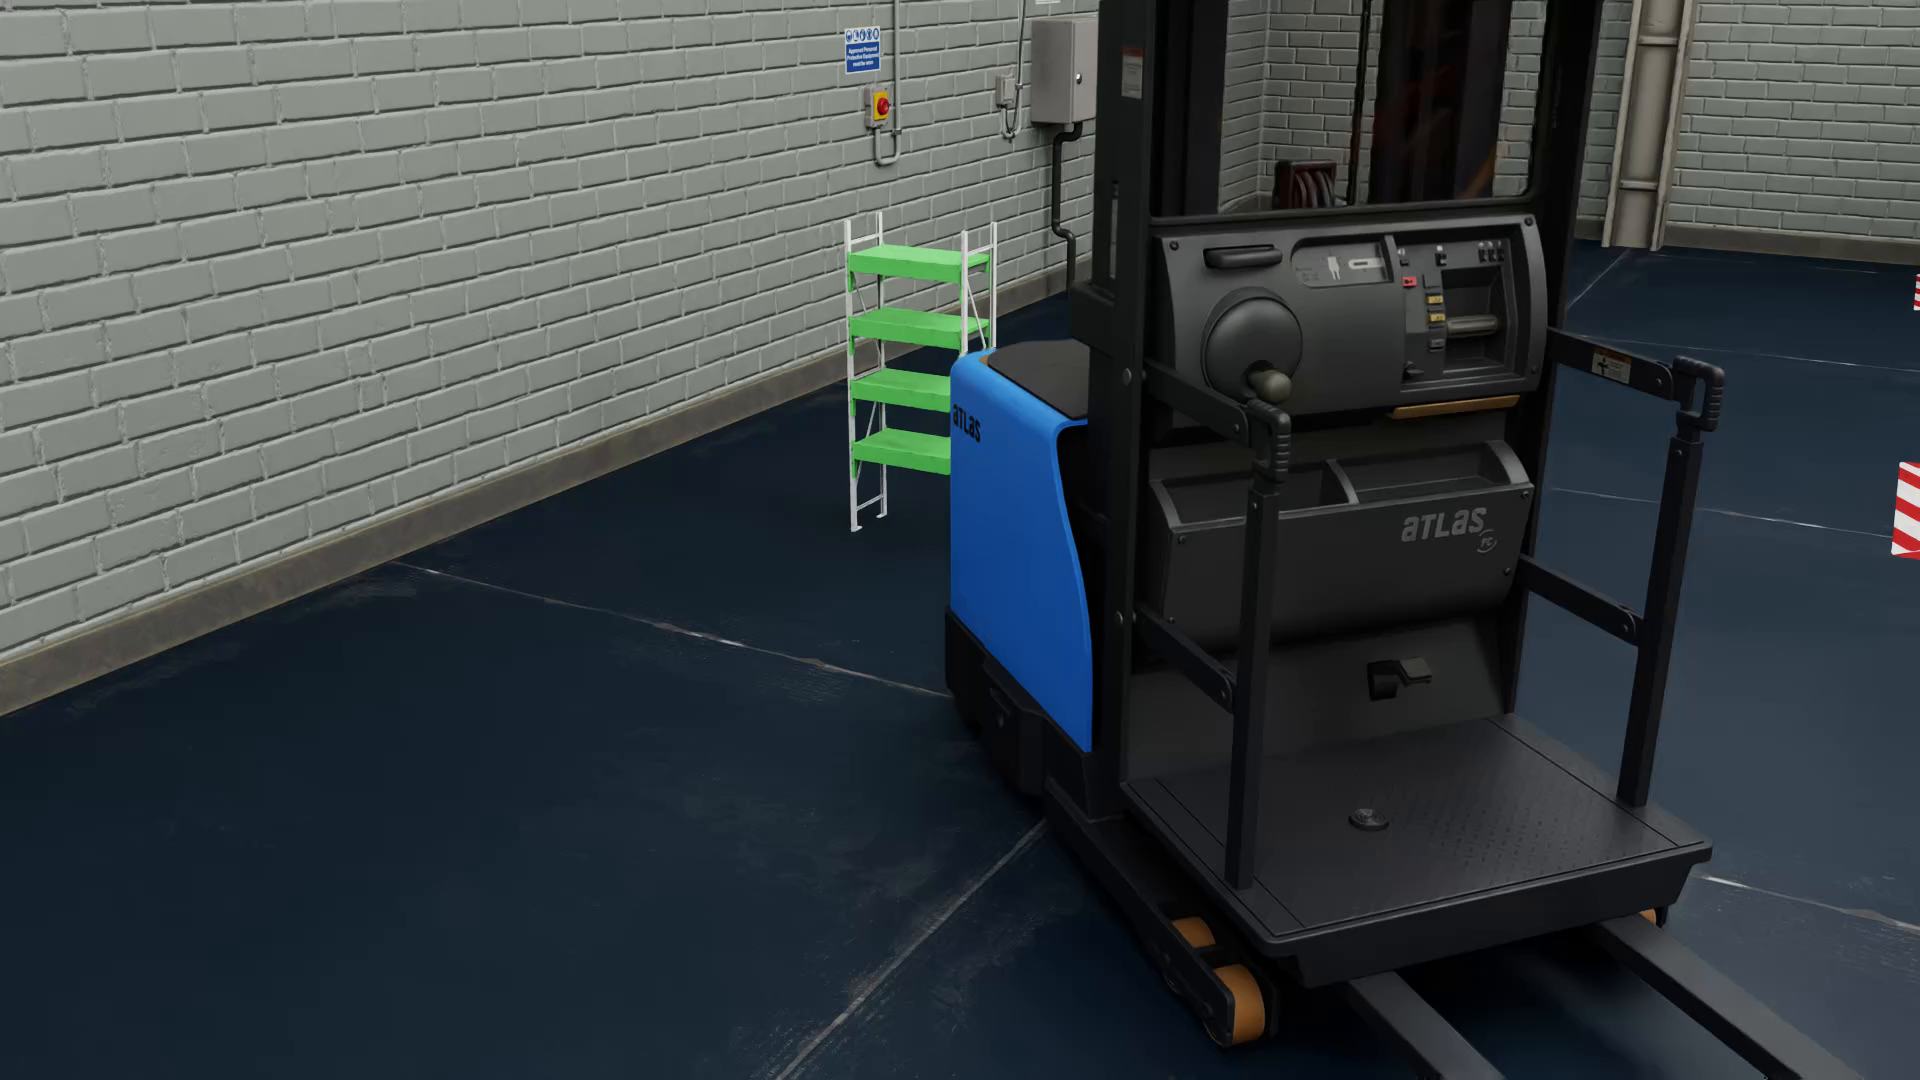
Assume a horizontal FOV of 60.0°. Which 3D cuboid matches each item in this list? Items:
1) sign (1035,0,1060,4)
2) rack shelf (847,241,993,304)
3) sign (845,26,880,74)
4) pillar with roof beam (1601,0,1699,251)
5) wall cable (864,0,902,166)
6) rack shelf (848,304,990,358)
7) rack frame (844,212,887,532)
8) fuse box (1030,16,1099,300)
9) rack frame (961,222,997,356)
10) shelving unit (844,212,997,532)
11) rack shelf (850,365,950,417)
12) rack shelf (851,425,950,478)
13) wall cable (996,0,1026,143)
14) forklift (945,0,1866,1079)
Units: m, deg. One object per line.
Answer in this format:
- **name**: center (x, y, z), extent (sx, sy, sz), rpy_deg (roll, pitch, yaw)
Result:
- **sign**: center (0.532, -3.354, 10.003), extent (0.001, 0.242, 0.339), rpy_deg (11, 23, 27)
- **rack shelf**: center (-0.145, -0.983, 6.095), extent (0.480, 0.148, 0.258), rpy_deg (11, 23, 27)
- **sign**: center (-0.489, -2.470, 8.379), extent (0.001, 0.218, 0.327), rpy_deg (11, 23, 27)
- **pillar with roof beam**: center (2.926, -5.150, 7.366), extent (0.400, 9.000, 9.100), rpy_deg (11, 23, 27)
- **wall cable**: center (-0.412, -2.839, 8.258), extent (0.123, 1.953, 0.585), rpy_deg (11, 23, 27)
- **rack shelf**: center (-0.145, -0.757, 6.176), extent (0.480, 0.148, 0.258), rpy_deg (11, 23, 27)
- **rack frame**: center (-0.358, -0.632, 6.348), extent (0.015, 1.200, 0.240), rpy_deg (11, 23, 27)
- **fuse box**: center (0.740, -2.343, 10.314), extent (0.414, 1.711, 0.539), rpy_deg (11, 23, 27)
- **rack frame**: center (0.069, -0.551, 6.125), extent (0.015, 1.200, 0.240), rpy_deg (11, 23, 27)
- **shelving unit**: center (-0.145, -0.592, 6.236), extent (0.503, 1.200, 0.258), rpy_deg (11, 23, 27)
- **rack shelf**: center (-0.145, -0.532, 6.258), extent (0.480, 0.148, 0.258), rpy_deg (11, 23, 27)
- **rack shelf**: center (-0.145, -0.306, 6.340), extent (0.480, 0.148, 0.258), rpy_deg (11, 23, 27)
- **wall cable**: center (0.269, -3.249, 9.433), extent (0.122, 1.984, 0.588), rpy_deg (11, 23, 27)
- **forklift**: center (0.938, -0.483, 3.400), extent (1.130, 2.935, 3.031), rpy_deg (-7, 21, -19)
